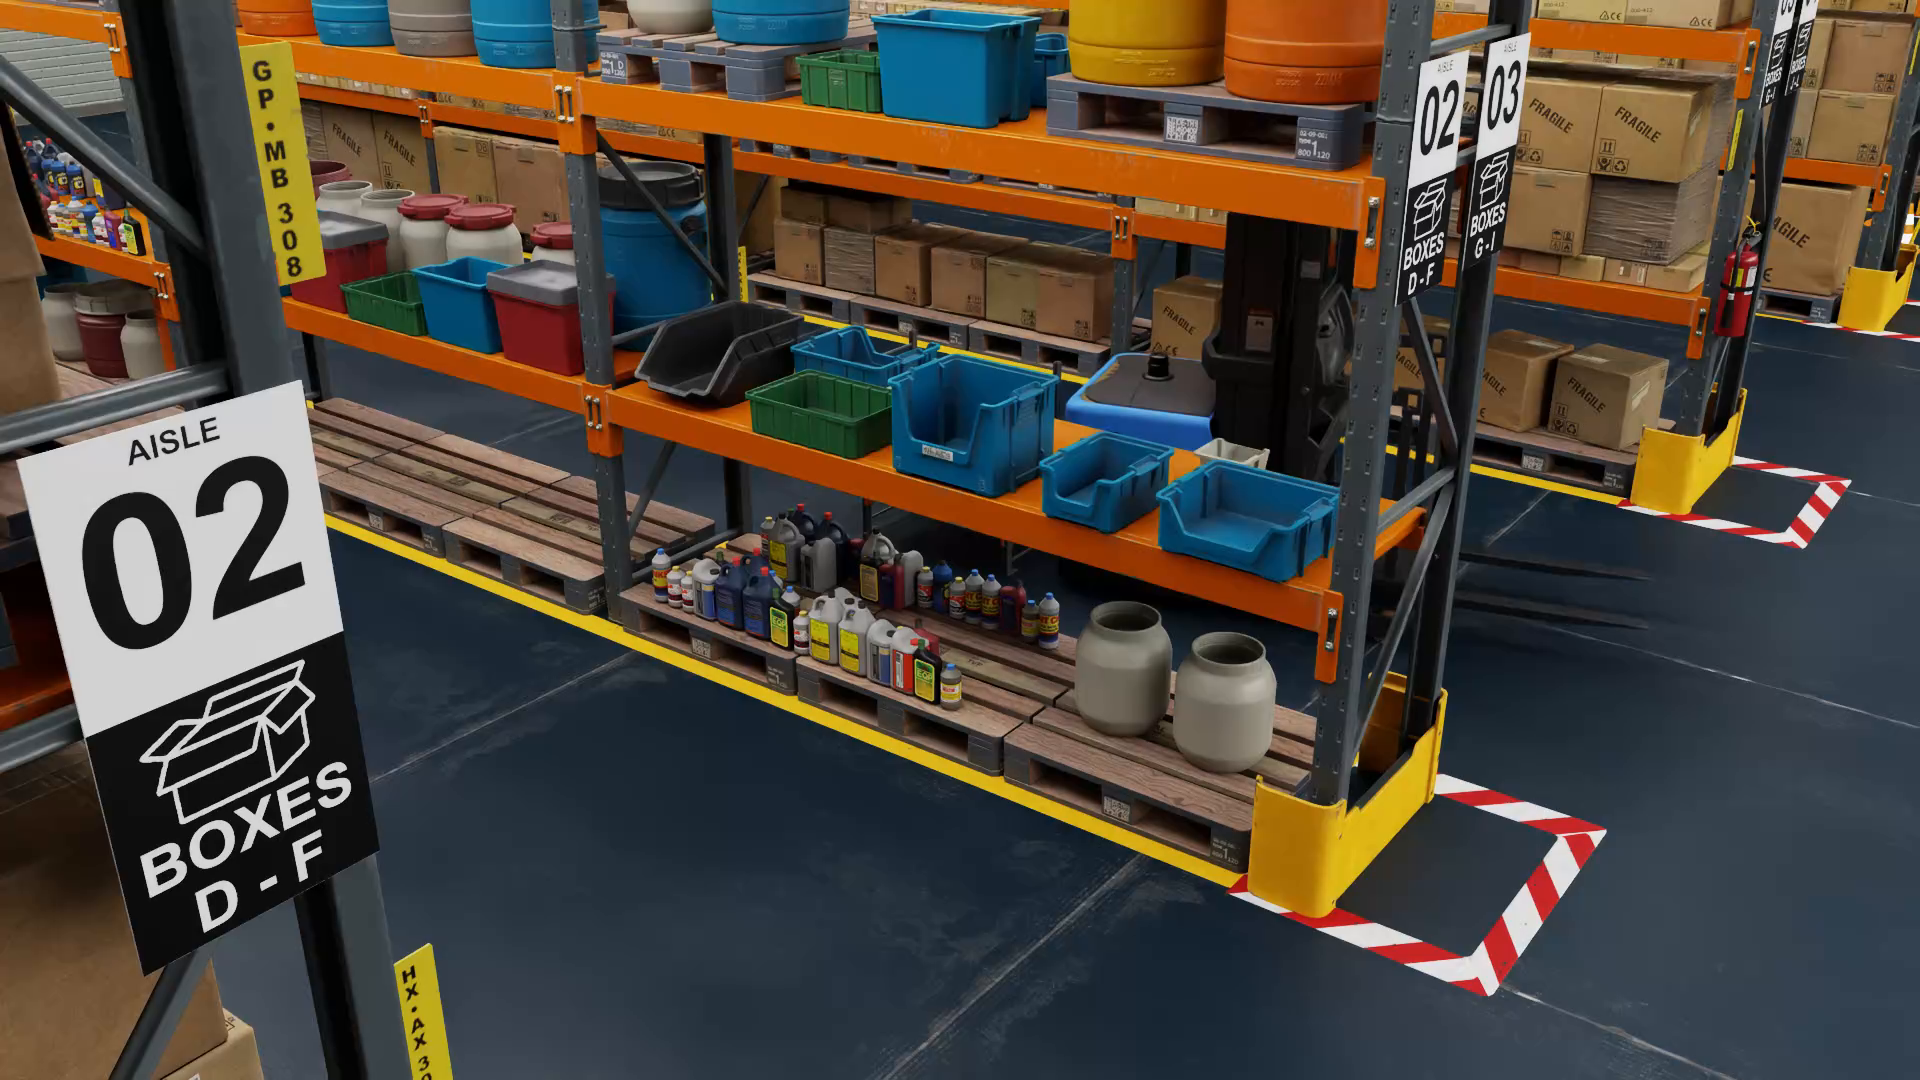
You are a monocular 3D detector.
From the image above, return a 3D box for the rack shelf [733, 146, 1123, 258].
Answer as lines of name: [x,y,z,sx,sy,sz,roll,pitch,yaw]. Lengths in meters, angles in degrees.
rack shelf: [-0.139,-2.846,13.381,4.000,0.370,1.077,17,29,33]

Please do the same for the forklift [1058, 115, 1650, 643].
forklift: [2.113,-1.052,8.503,3.031,2.935,1.130,9,25,20]

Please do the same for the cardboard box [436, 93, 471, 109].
cardboard box: [-4.722,-4.480,16.073,0.500,0.500,0.500,17,29,33]

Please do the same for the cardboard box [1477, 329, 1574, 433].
cardboard box: [3.674,-1.062,11.020,0.500,0.500,0.500,-17,29,-34]

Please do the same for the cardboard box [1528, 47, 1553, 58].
cardboard box: [5.301,-4.634,15.022,0.550,0.550,0.875,17,29,33]

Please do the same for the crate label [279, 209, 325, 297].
crate label: [-4.077,-1.749,9.956,0.616,0.435,0.502,17,29,33]

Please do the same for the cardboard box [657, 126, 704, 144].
cardboard box: [-2.283,-3.744,14.402,0.500,0.500,0.500,18,29,35]

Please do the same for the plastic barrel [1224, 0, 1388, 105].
plastic barrel: [1.227,-1.964,5.713,0.708,0.830,0.600,17,29,33]

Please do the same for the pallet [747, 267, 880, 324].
pallet: [-1.115,-2.193,14.465,1.213,0.211,1.003,17,29,33]

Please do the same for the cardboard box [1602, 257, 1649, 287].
cardboard box: [4.111,-1.672,10.136,0.250,0.149,0.380,17,29,33]

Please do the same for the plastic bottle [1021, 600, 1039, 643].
plastic bottle: [0.345,0.389,8.071,0.097,0.201,0.097,0,24,0]

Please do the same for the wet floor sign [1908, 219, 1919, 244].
wet floor sign: [8.928,-2.854,15.428,0.232,0.644,0.267,12,26,24]

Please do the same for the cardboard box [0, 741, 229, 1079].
cardboard box: [-1.690,0.702,2.703,0.500,0.500,0.700,17,29,33]

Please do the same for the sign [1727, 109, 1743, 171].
sign: [4.313,-2.224,9.250,0.005,0.325,0.100,17,29,33]

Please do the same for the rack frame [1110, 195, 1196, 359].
rack frame: [1.461,-2.691,12.138,0.127,3.000,1.000,17,29,33]

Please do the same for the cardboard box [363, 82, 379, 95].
cardboard box: [-5.792,-4.603,16.789,0.250,0.149,0.380,16,29,32]

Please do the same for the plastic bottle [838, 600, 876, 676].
plastic bottle: [-0.472,0.440,7.770,0.185,0.351,0.144,18,30,35]

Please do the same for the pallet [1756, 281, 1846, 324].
pallet: [7.031,-2.192,14.463,1.213,0.211,1.003,17,29,33]

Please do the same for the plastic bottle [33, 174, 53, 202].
plastic bottle: [-6.306,-2.326,11.371,0.185,0.351,0.144,17,29,33]

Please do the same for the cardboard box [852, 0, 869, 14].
cardboard box: [-1.011,-6.056,18.828,0.250,0.149,0.380,17,29,33]

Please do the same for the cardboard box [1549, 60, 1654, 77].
cardboard box: [3.990,-2.707,10.442,0.500,0.500,0.500,17,29,33]

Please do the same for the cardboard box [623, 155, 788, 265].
cardboard box: [-2.279,-3.052,15.071,0.875,0.875,1.225,15,28,31]

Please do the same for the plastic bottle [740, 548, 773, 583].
plastic bottle: [-1.026,0.200,8.315,0.185,0.351,0.144,17,29,33]

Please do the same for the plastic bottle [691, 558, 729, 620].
plastic bottle: [-1.242,0.240,8.318,0.135,0.276,0.152,18,30,35]

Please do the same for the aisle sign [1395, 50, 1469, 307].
aisle sign: [1.571,-1.202,5.534,0.004,0.787,0.394,17,29,33]

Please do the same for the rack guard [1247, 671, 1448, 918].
rack guard: [1.603,1.015,6.827,0.348,0.500,1.175,17,29,33]

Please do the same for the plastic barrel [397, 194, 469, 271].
plastic barrel: [-3.077,-1.740,9.809,0.433,0.535,0.433,0,24,0]

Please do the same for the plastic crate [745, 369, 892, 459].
plastic crate: [-0.592,-0.577,7.602,0.662,0.188,0.450,17,29,33]

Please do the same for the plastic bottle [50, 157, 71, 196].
plastic bottle: [-6.658,-2.690,12.295,0.097,0.271,0.097,0,24,0]

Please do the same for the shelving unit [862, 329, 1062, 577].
shelving unit: [-0.005,-0.516,9.527,1.048,1.125,0.538,17,29,33]

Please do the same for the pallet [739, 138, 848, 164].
pallet: [-1.105,-3.433,14.059,1.003,0.211,1.213,17,29,33]

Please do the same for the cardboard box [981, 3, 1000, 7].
cardboard box: [0.441,-5.947,18.580,0.250,0.149,0.380,15,28,31]

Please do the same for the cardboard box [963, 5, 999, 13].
cardboard box: [0.240,-5.679,17.972,0.250,0.149,0.380,18,29,35]

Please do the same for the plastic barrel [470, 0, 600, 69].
plastic barrel: [-2.046,-2.748,7.925,0.708,0.901,0.600,17,29,33]

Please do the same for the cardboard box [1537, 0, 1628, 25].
cardboard box: [3.723,-3.182,9.718,0.500,0.250,0.500,17,29,34]

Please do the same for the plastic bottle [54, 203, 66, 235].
plastic bottle: [-6.023,-2.161,11.180,0.097,0.201,0.097,0,24,0]

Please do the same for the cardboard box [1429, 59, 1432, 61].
cardboard box: [2.876,-2.781,10.609,0.500,0.500,0.500,17,29,33]

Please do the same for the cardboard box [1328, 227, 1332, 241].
cardboard box: [2.468,-2.133,11.182,0.250,0.149,0.380,17,29,33]

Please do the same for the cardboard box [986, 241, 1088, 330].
cardboard box: [0.613,-2.025,13.181,0.500,0.500,0.700,17,29,33]

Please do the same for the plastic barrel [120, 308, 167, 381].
plastic barrel: [-5.617,-1.335,11.624,0.421,0.512,0.421,0,24,0]

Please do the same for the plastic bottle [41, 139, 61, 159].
plastic bottle: [-6.831,-2.844,12.545,0.185,0.351,0.144,17,29,33]

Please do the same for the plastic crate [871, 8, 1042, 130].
plastic crate: [-0.015,-1.855,6.540,0.575,0.384,0.392,17,29,33]

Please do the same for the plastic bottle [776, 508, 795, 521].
plastic bottle: [-0.926,-0.042,8.947,0.133,0.283,0.061,19,30,36]

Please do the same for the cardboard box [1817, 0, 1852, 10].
cardboard box: [9.196,-5.829,17.526,0.500,0.500,0.700,16,29,33]

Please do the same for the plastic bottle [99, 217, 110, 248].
plastic bottle: [-5.556,-2.019,10.859,0.097,0.201,0.097,0,24,0]

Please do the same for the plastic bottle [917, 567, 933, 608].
plastic bottle: [-0.170,0.234,8.425,0.097,0.201,0.097,0,24,0]

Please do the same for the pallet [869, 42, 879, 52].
pallet: [-0.292,-5.612,19.005,1.213,0.211,1.003,17,29,33]

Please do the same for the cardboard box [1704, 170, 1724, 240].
cardboard box: [6.430,-2.874,14.668,0.875,0.875,0.875,16,29,32]

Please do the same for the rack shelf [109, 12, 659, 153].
rack shelf: [-3.110,-2.620,9.149,4.000,0.370,1.077,17,29,33]

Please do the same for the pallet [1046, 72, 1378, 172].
pallet: [1.088,-1.644,6.275,1.213,0.211,1.003,17,29,33]
